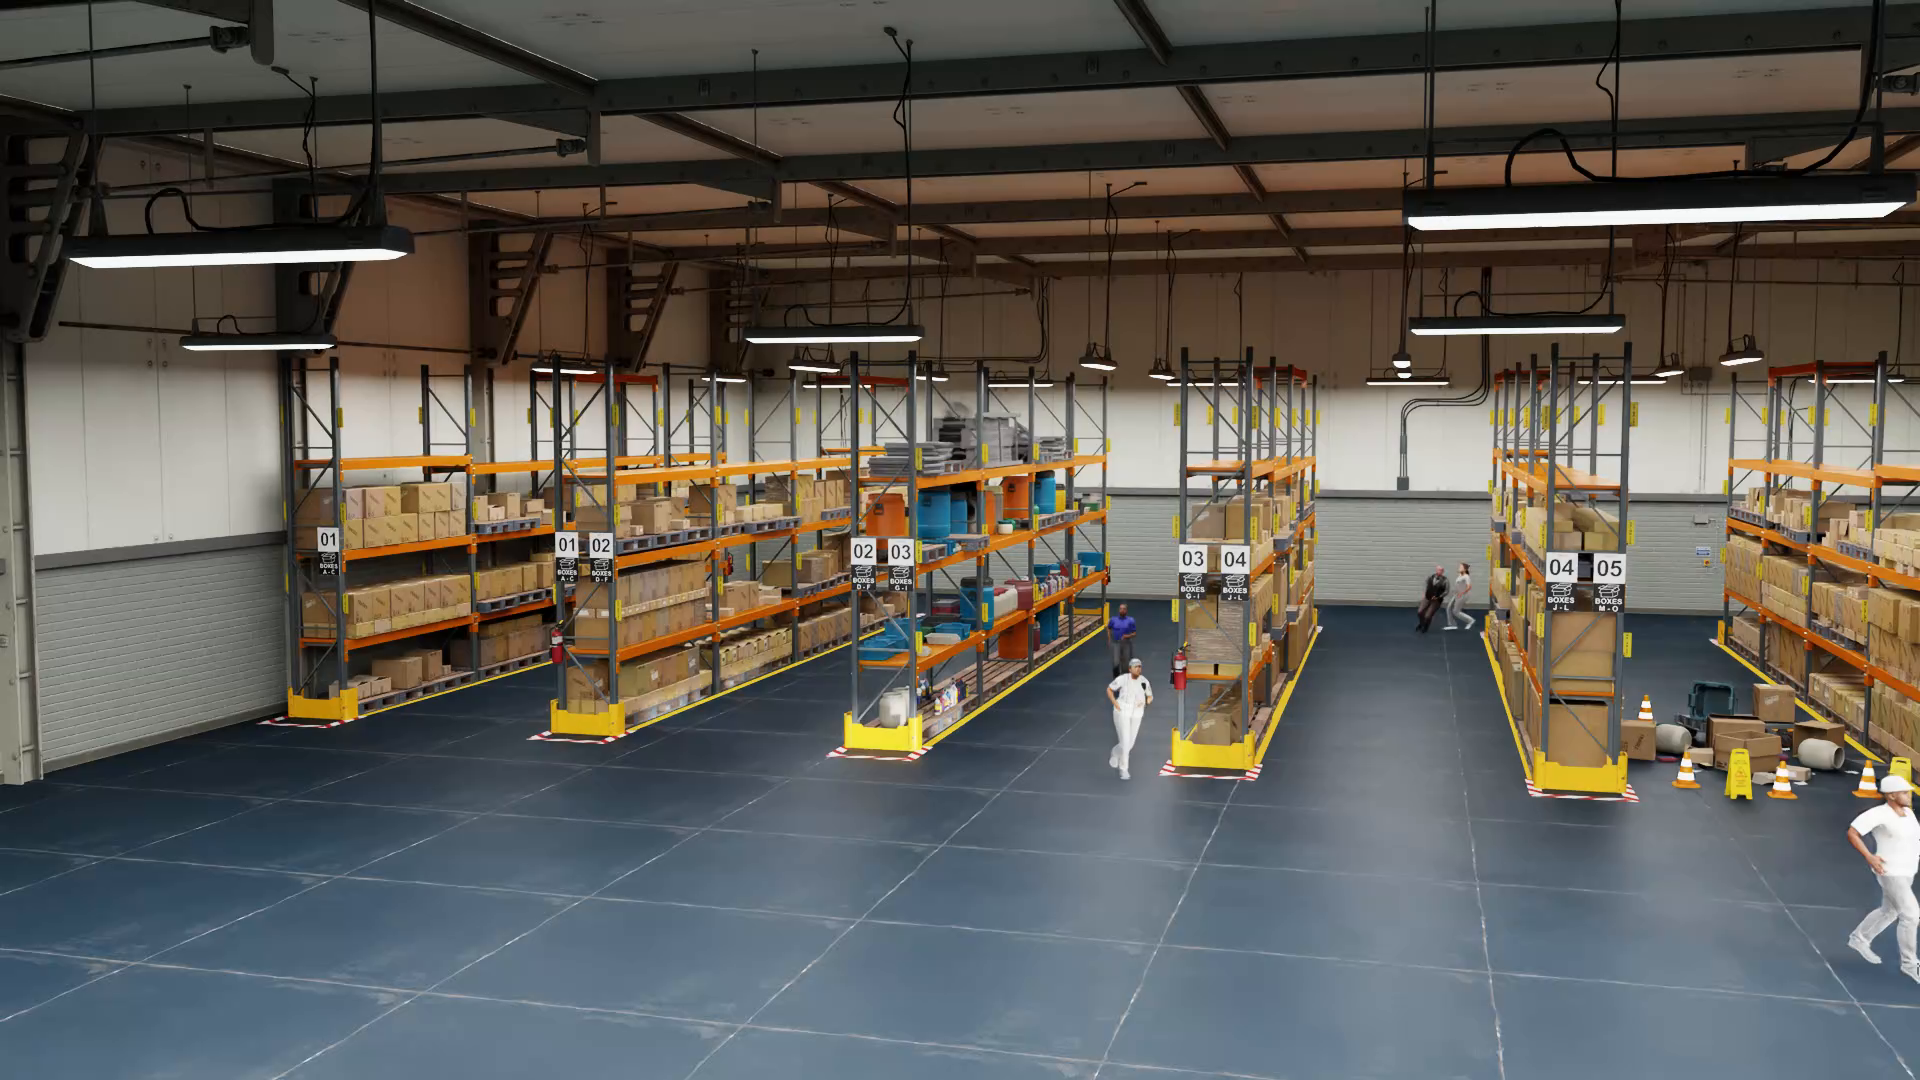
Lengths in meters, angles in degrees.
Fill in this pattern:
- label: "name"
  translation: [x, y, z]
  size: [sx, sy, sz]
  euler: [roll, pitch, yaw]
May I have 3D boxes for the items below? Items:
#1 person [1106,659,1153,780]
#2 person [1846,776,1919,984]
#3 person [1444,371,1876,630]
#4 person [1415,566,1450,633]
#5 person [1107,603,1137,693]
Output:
- label: "person"
  translation: [2.399, 2.486, 23.425]
  size: [0.644, 1.660, 0.832]
  euler: [-1, 4, -15]
- label: "person"
  translation: [8.388, 3.005, 14.913]
  size: [0.682, 1.800, 0.810]
  euler: [-3, 5, -38]
- label: "person"
  translation: [13.606, -0.389, 33.963]
  size: [4.256, 5.812, 10.624]
  euler: [0, 4, 0]
- label: "person"
  translation: [10.904, 1.373, 38.476]
  size: [0.819, 1.598, 0.554]
  euler: [4, 6, 44]
- label: "person"
  translation: [2.928, 1.965, 30.178]
  size: [0.555, 1.642, 0.652]
  euler: [0, 4, 7]
